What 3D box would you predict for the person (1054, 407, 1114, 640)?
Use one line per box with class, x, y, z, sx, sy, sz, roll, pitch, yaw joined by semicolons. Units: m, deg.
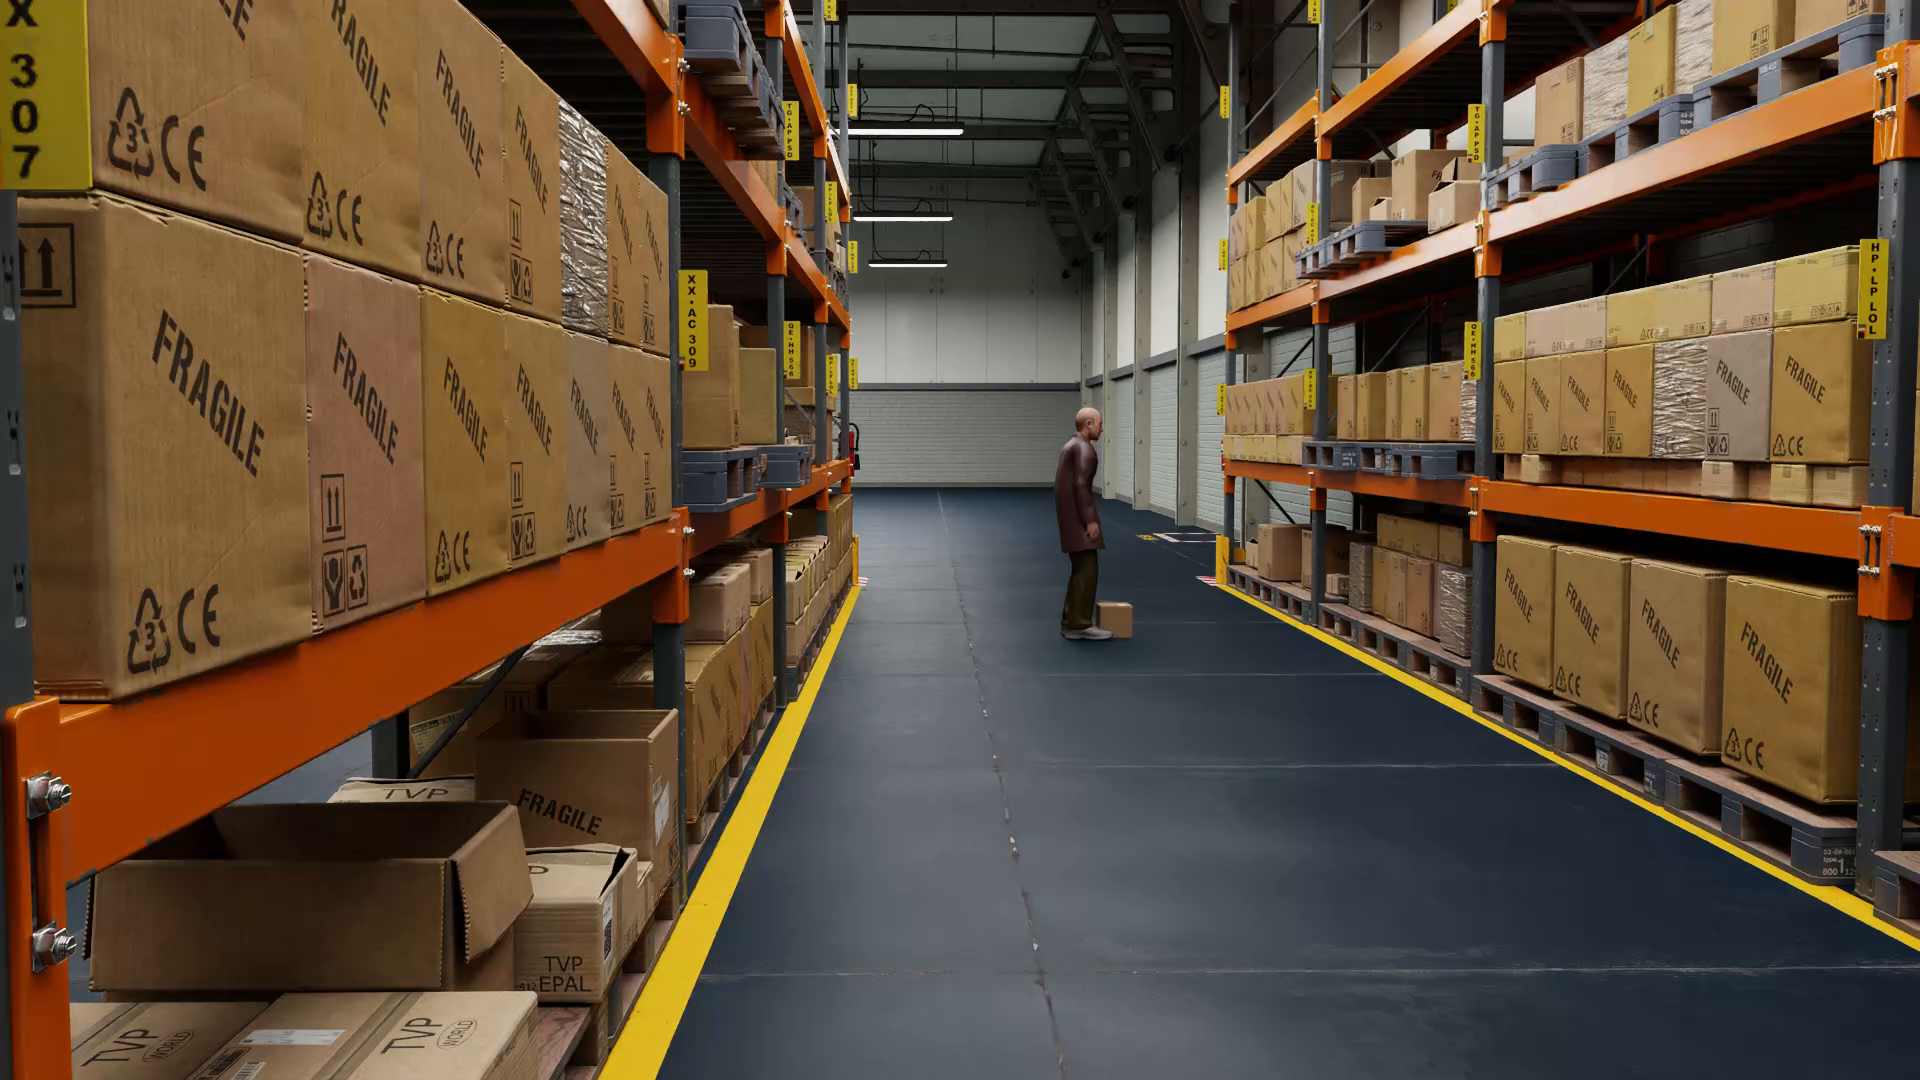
person;0.946;-0.136;12.851;0.429;1.772;0.646;0;4;-5
